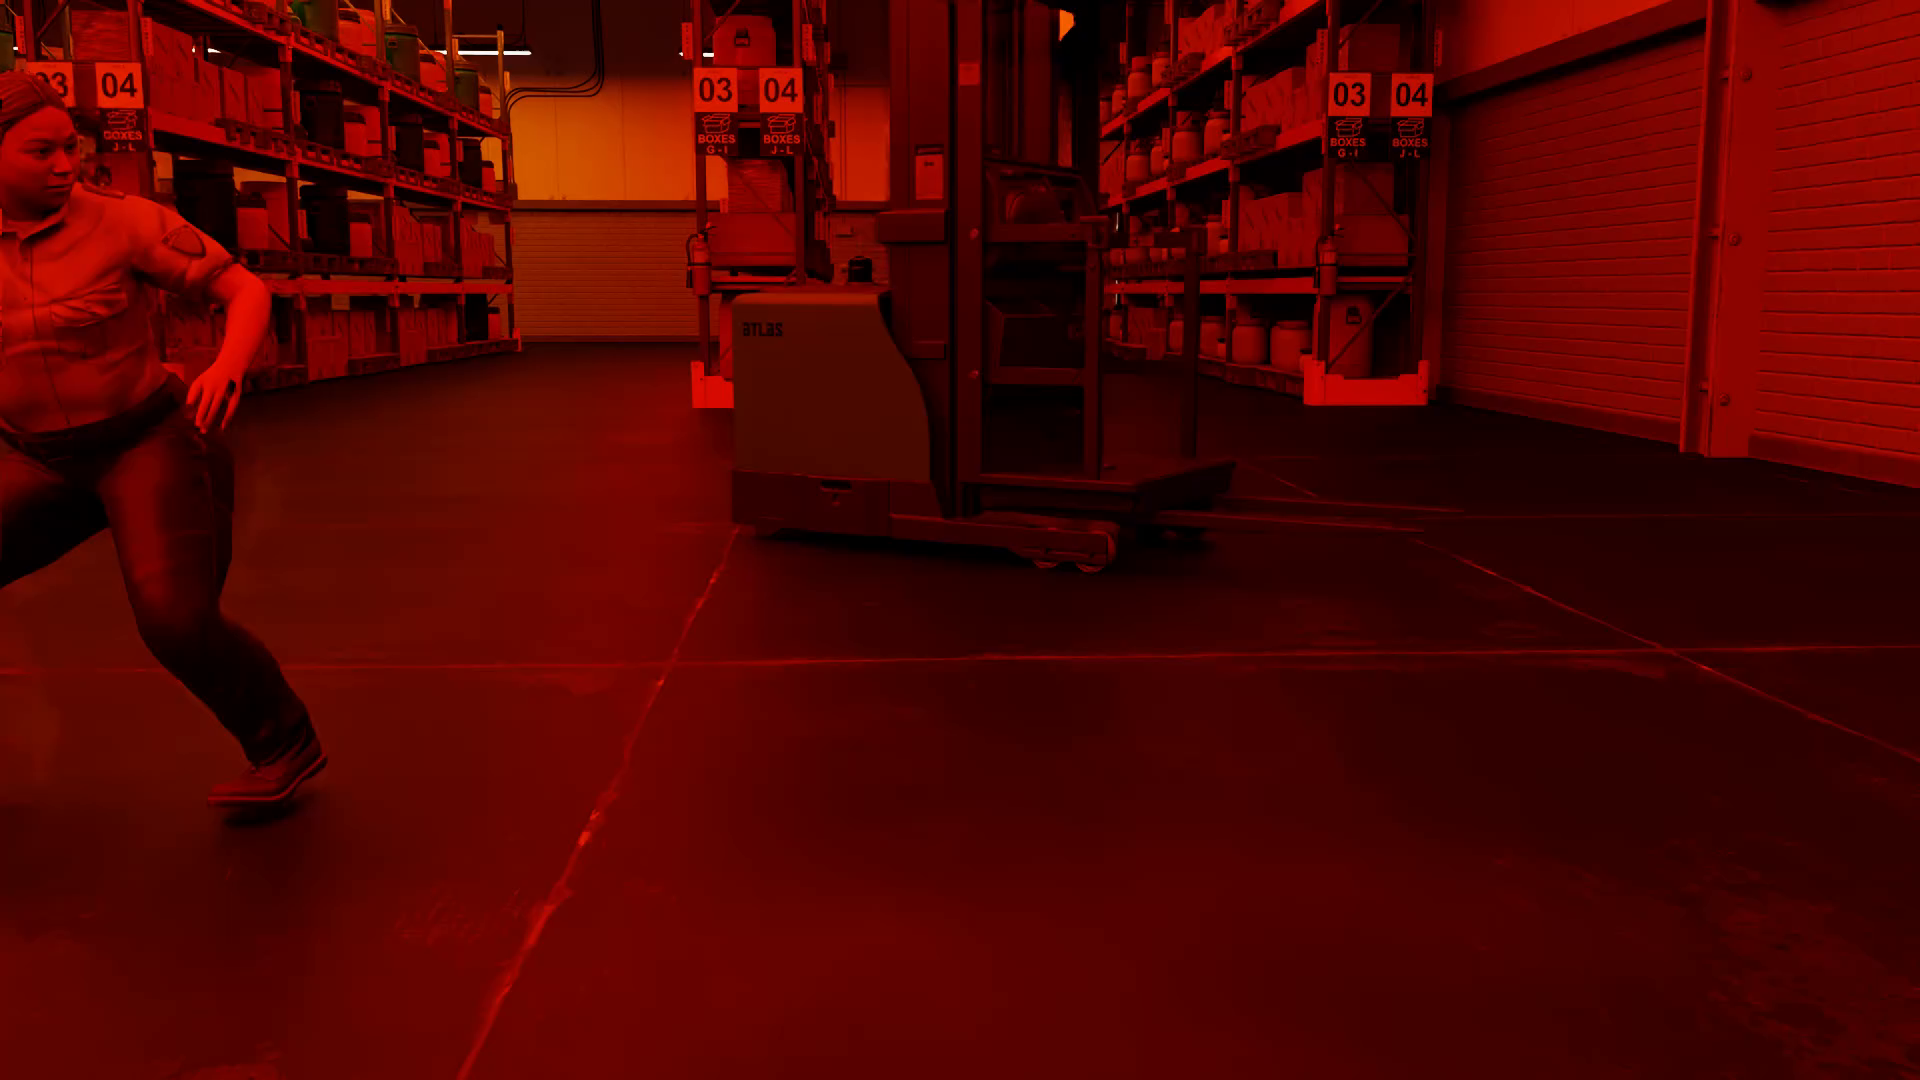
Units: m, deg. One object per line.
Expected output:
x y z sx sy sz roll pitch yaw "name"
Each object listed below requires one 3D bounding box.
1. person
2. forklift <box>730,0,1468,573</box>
-1.817 -0.109 3.340 0.961 1.579 0.523 0 8 2 "person"
0.525 -1.411 6.833 3.031 2.935 1.130 5 10 29 "forklift"
